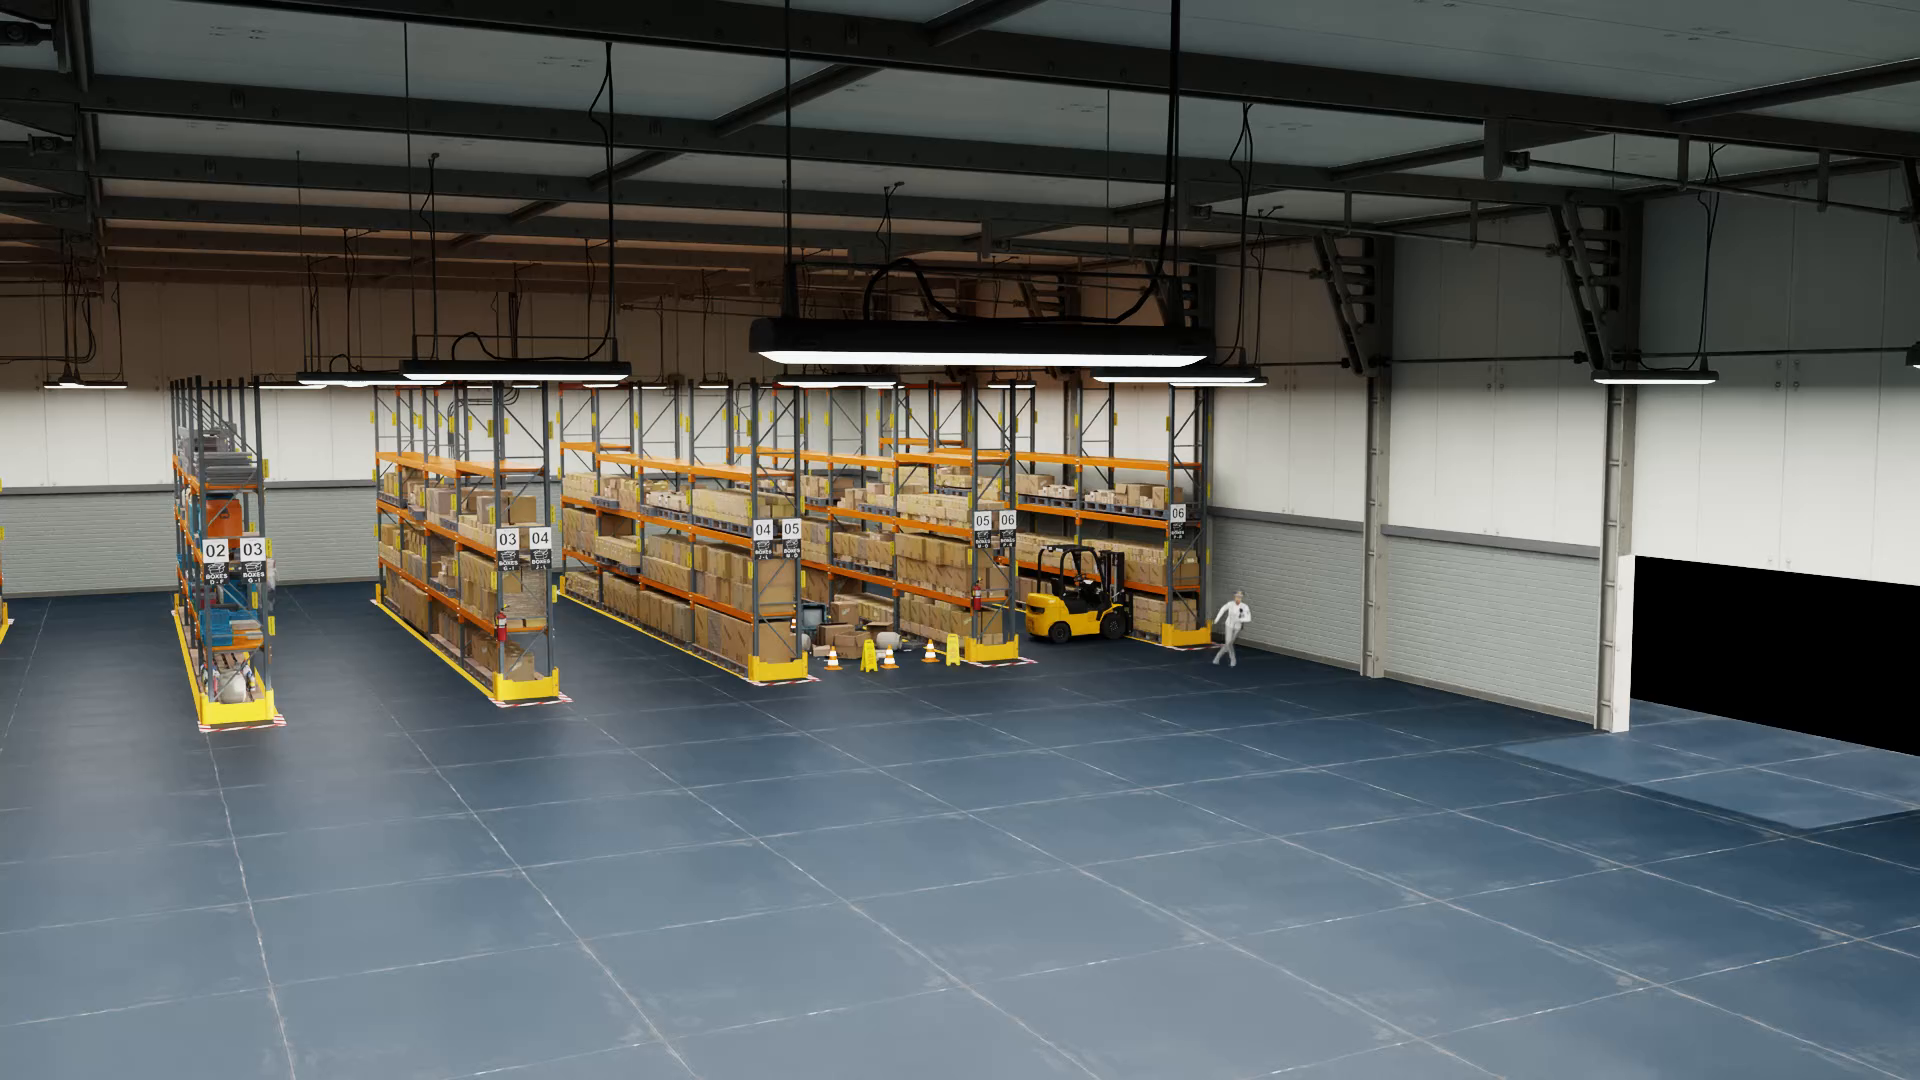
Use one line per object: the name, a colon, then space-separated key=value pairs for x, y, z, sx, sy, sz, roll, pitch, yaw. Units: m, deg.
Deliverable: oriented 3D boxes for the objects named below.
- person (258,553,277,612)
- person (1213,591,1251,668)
person: x=-18.124 y=0.978 z=43.405 sx=0.642 sy=1.836 sz=0.857 roll=-4 pitch=6 yaw=-35
person: x=5.670 y=1.827 z=34.666 sx=0.744 sy=1.593 sz=0.676 roll=0 pitch=5 yaw=4
